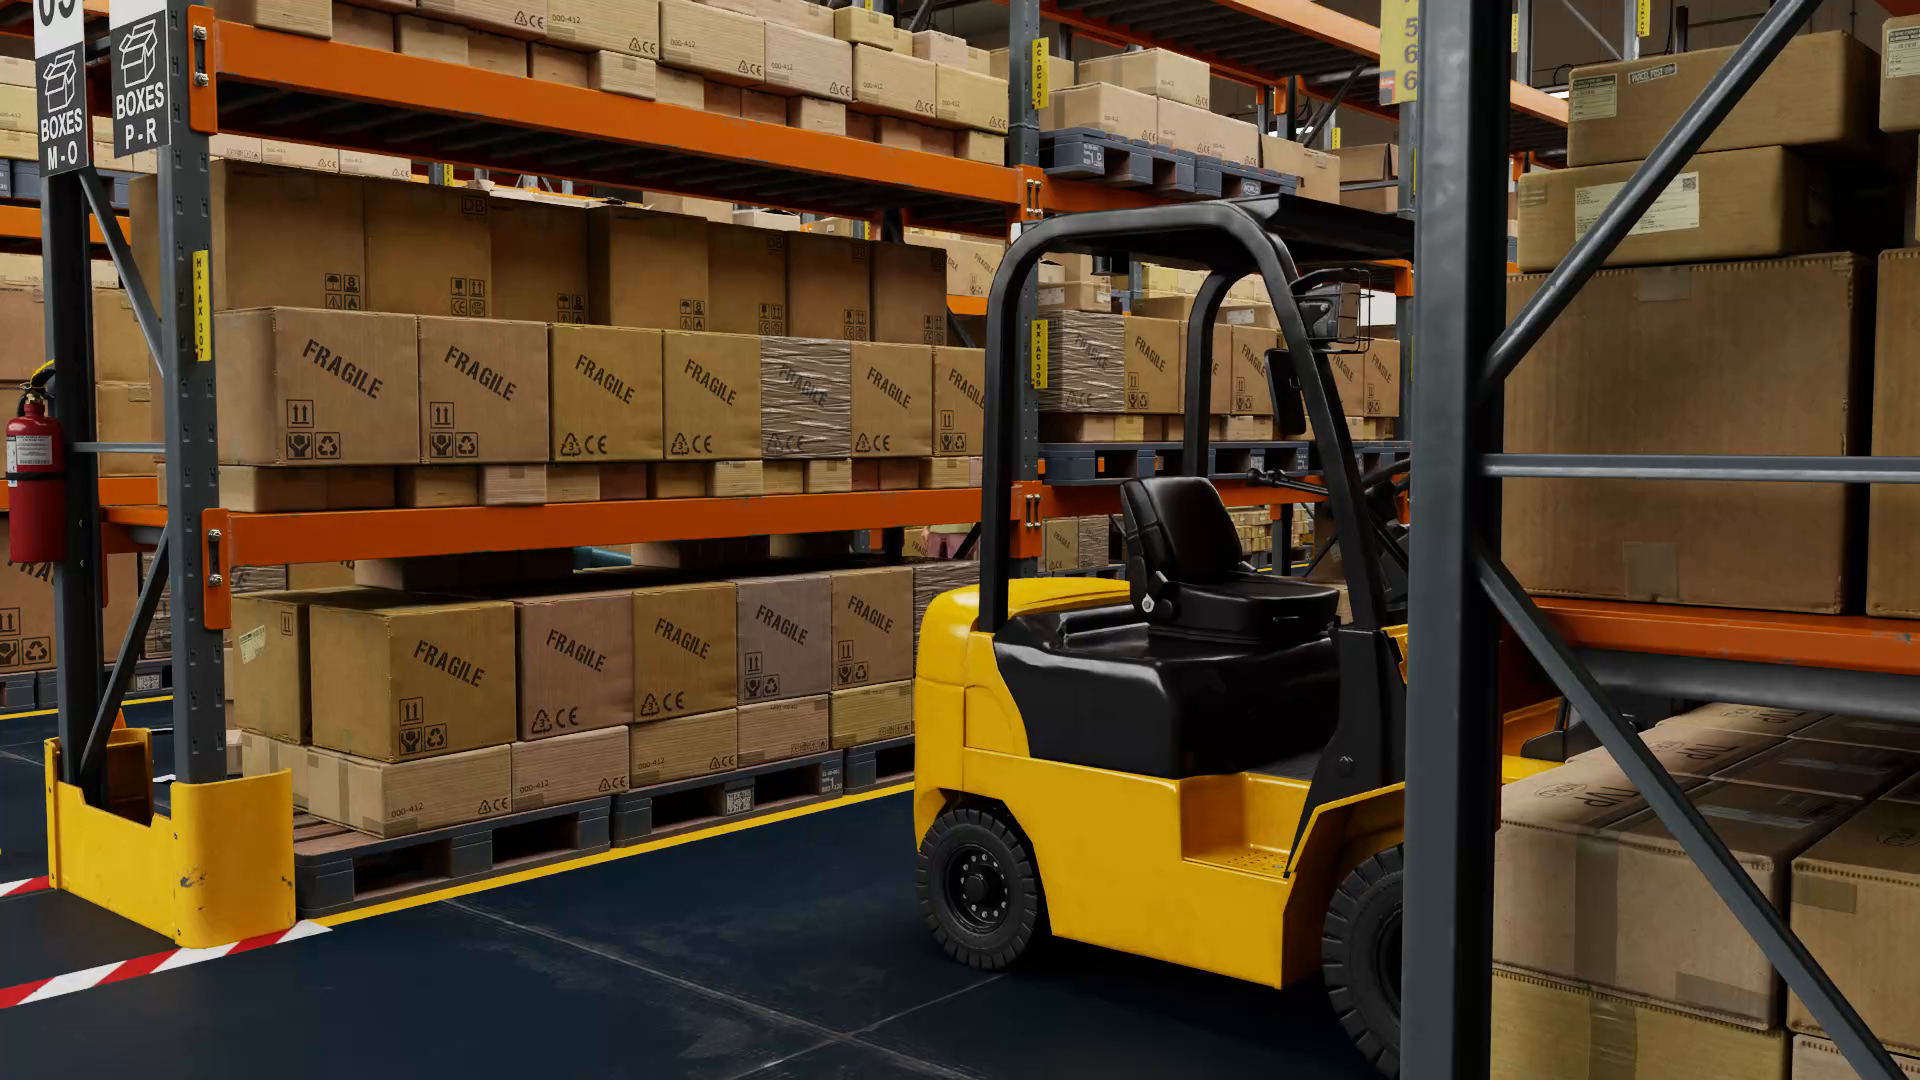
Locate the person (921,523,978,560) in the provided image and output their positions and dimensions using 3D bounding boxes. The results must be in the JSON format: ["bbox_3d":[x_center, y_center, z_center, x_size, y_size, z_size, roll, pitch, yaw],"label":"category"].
[{"bbox_3d":[-0.070,-0.025,11.651,0.499,1.673,0.356,3,5,39],"label":"person"}]
